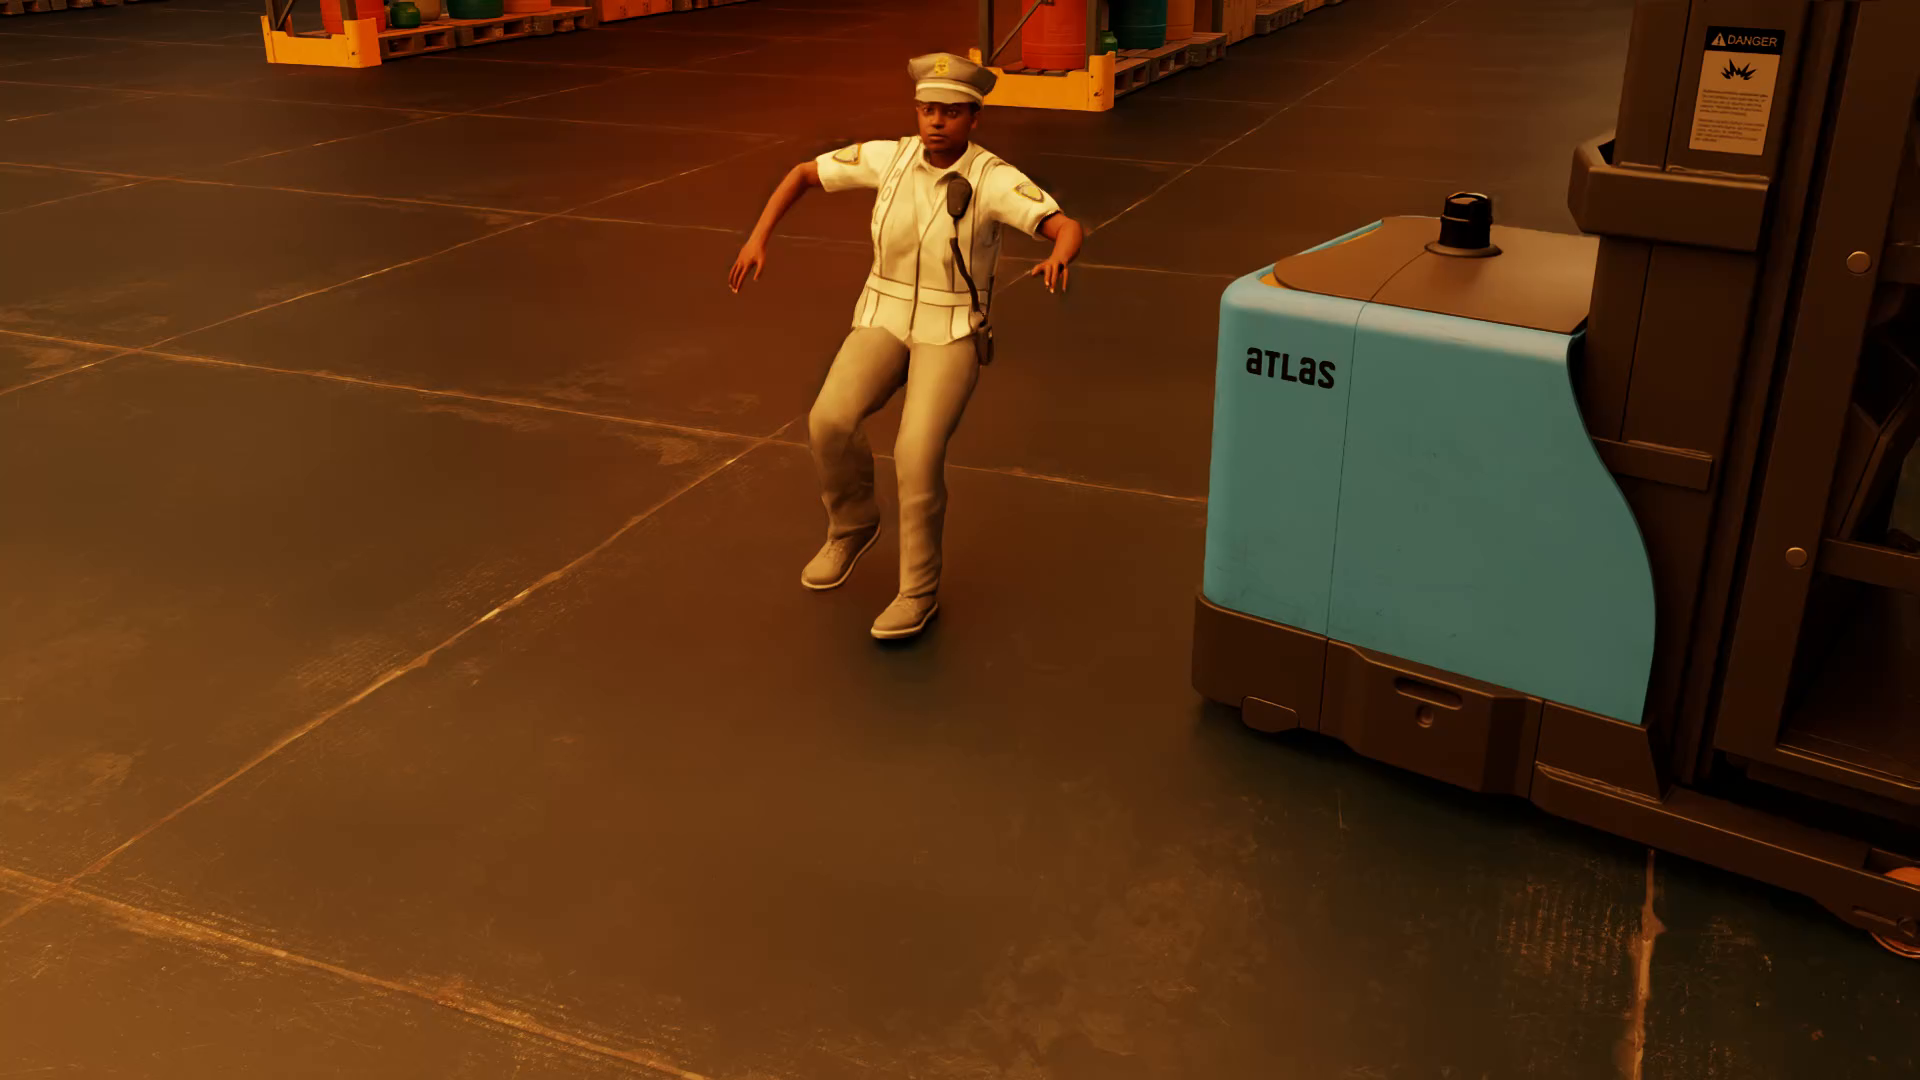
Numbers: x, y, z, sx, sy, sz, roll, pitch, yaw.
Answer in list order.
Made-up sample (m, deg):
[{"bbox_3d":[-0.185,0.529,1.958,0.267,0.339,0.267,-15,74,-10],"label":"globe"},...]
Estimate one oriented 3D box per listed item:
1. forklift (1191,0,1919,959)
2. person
[{"bbox_3d":[2.052,-0.742,3.066,3.031,2.935,1.130,16,27,33],"label":"forklift"},{"bbox_3d":[-0.171,-0.546,4.492,0.987,1.458,0.826,4,23,10],"label":"person"}]
